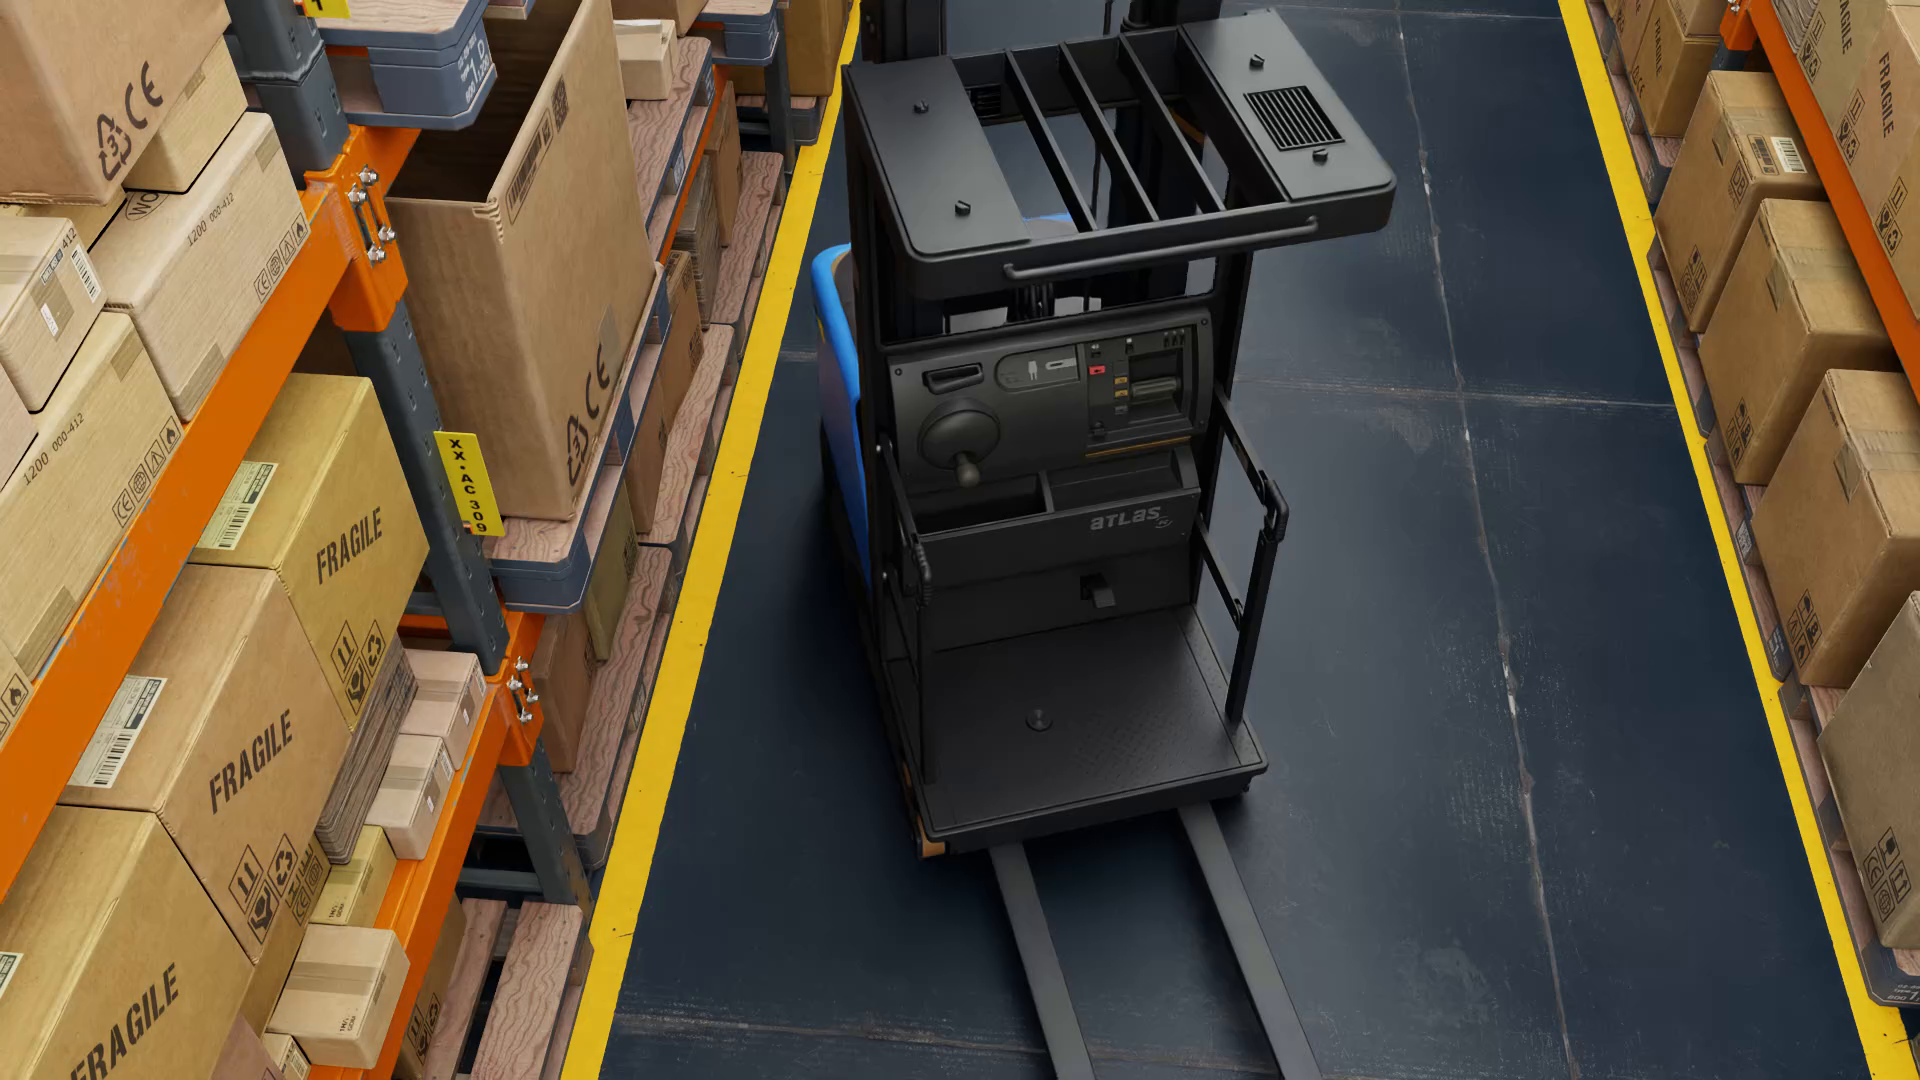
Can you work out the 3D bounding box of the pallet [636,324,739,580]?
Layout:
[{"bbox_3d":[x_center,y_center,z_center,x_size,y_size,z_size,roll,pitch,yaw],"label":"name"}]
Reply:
[{"bbox_3d":[-1.468,-0.392,6.465,1.003,0.211,1.213,4,48,4],"label":"pallet"}]

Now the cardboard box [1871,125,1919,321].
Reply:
[{"bbox_3d":[3.201,-1.005,5.069,0.500,0.500,0.500,3,48,3],"label":"cardboard box"}]

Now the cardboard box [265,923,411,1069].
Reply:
[{"bbox_3d":[-1.400,0.955,3.514,0.380,0.149,0.250,4,48,4],"label":"cardboard box"}]

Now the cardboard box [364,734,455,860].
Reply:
[{"bbox_3d":[-1.405,0.584,3.853,0.380,0.149,0.250,4,48,4],"label":"cardboard box"}]

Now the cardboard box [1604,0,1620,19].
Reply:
[{"bbox_3d":[3.531,-2.963,8.337,0.500,0.500,0.500,2,48,2],"label":"cardboard box"}]

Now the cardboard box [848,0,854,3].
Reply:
[{"bbox_3d":[-1.109,-3.386,8.469,1.225,0.875,0.875,4,48,4],"label":"cardboard box"}]

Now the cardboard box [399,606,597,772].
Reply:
[{"bbox_3d":[-1.569,0.384,5.262,0.700,0.500,0.500,1,48,1],"label":"cardboard box"}]

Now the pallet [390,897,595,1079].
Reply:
[{"bbox_3d":[-1.672,1.575,4.666,1.003,0.211,1.213,4,48,4],"label":"pallet"}]

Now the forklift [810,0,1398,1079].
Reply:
[{"bbox_3d":[0.319,-0.297,4.535,1.130,2.935,3.031,-10,48,-9],"label":"forklift"}]

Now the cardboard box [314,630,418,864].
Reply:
[{"bbox_3d":[-1.749,0.331,3.645,0.875,0.500,0.500,4,48,4],"label":"cardboard box"}]

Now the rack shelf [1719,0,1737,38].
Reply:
[{"bbox_3d":[3.831,-3.620,8.016,1.077,0.370,4.000,4,48,4],"label":"rack shelf"}]

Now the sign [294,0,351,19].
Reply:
[{"bbox_3d":[-1.105,-1.018,2.765,0.100,0.325,0.005,4,48,4],"label":"sign"}]

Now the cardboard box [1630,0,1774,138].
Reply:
[{"bbox_3d":[3.448,-2.192,7.632,0.500,0.500,0.500,4,48,3],"label":"cardboard box"}]

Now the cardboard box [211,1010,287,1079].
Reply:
[{"bbox_3d":[-1.775,1.070,2.969,0.875,0.500,0.500,4,48,4],"label":"cardboard box"}]

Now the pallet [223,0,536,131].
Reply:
[{"bbox_3d":[-1.484,-1.257,3.461,1.213,0.211,1.003,4,48,4],"label":"pallet"}]

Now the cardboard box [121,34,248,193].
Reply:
[{"bbox_3d":[-1.388,-0.700,2.656,0.380,0.149,0.250,5,48,5],"label":"cardboard box"}]

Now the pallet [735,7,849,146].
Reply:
[{"bbox_3d":[-1.135,-2.434,8.333,1.003,0.211,1.213,4,48,4],"label":"pallet"}]

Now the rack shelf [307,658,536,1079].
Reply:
[{"bbox_3d":[-1.828,1.851,3.012,1.077,0.370,4.000,4,48,4],"label":"rack shelf"}]

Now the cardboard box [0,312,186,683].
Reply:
[{"bbox_3d":[-1.486,-0.088,2.366,0.500,0.250,0.500,5,48,5],"label":"cardboard box"}]

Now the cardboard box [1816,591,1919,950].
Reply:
[{"bbox_3d":[3.251,0.702,4.816,1.050,0.750,0.750,4,48,3],"label":"cardboard box"}]

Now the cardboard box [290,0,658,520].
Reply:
[{"bbox_3d":[-1.434,-0.780,4.240,1.000,1.000,1.000,4,48,4],"label":"cardboard box"}]

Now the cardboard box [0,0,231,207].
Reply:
[{"bbox_3d":[-1.433,-0.829,2.335,0.500,0.500,0.500,3,48,2],"label":"cardboard box"}]

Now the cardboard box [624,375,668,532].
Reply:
[{"bbox_3d":[-1.456,-0.377,5.958,0.700,0.500,0.500,0,48,0],"label":"cardboard box"}]

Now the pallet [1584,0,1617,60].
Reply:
[{"bbox_3d":[3.835,-2.920,8.778,1.003,0.211,1.213,4,48,4],"label":"pallet"}]

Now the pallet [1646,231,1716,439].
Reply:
[{"bbox_3d":[3.502,-0.878,6.910,1.003,0.211,1.213,4,48,4],"label":"pallet"}]

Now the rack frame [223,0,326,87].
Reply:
[{"bbox_3d":[-1.646,-1.886,1.877,1.000,3.000,0.127,4,48,4],"label":"rack frame"}]

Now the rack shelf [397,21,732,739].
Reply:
[{"bbox_3d":[-1.464,-1.089,5.700,1.077,0.370,4.000,4,48,4],"label":"rack shelf"}]

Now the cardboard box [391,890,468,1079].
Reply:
[{"bbox_3d":[-1.722,1.131,4.592,0.500,0.500,0.500,3,48,2],"label":"cardboard box"}]

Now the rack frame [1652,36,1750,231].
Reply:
[{"bbox_3d":[3.649,-2.393,6.406,1.000,3.000,0.127,4,48,4],"label":"rack frame"}]

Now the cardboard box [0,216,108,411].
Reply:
[{"bbox_3d":[-1.440,-0.319,2.308,0.380,0.149,0.250,2,48,2],"label":"cardboard box"}]

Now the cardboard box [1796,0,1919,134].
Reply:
[{"bbox_3d":[3.295,-1.741,5.742,0.500,0.500,0.500,3,48,3],"label":"cardboard box"}]

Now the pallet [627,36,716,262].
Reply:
[{"bbox_3d":[-1.421,-1.279,5.517,1.003,0.211,1.213,4,48,4],"label":"pallet"}]

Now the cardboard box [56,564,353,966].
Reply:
[{"bbox_3d":[-1.457,0.383,2.920,0.500,0.500,0.500,4,48,4],"label":"cardboard box"}]

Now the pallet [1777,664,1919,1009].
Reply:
[{"bbox_3d":[3.279,0.915,5.270,1.003,0.211,1.213,4,48,4],"label":"pallet"}]

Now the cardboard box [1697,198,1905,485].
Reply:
[{"bbox_3d":[3.427,-0.692,6.090,1.050,0.750,0.750,5,48,4],"label":"cardboard box"}]

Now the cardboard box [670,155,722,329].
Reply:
[{"bbox_3d":[-1.360,-1.204,6.714,0.700,0.500,0.500,0,48,0],"label":"cardboard box"}]

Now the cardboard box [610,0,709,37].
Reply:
[{"bbox_3d":[-1.242,-2.160,5.840,0.700,0.500,0.500,10,48,9],"label":"cardboard box"}]
